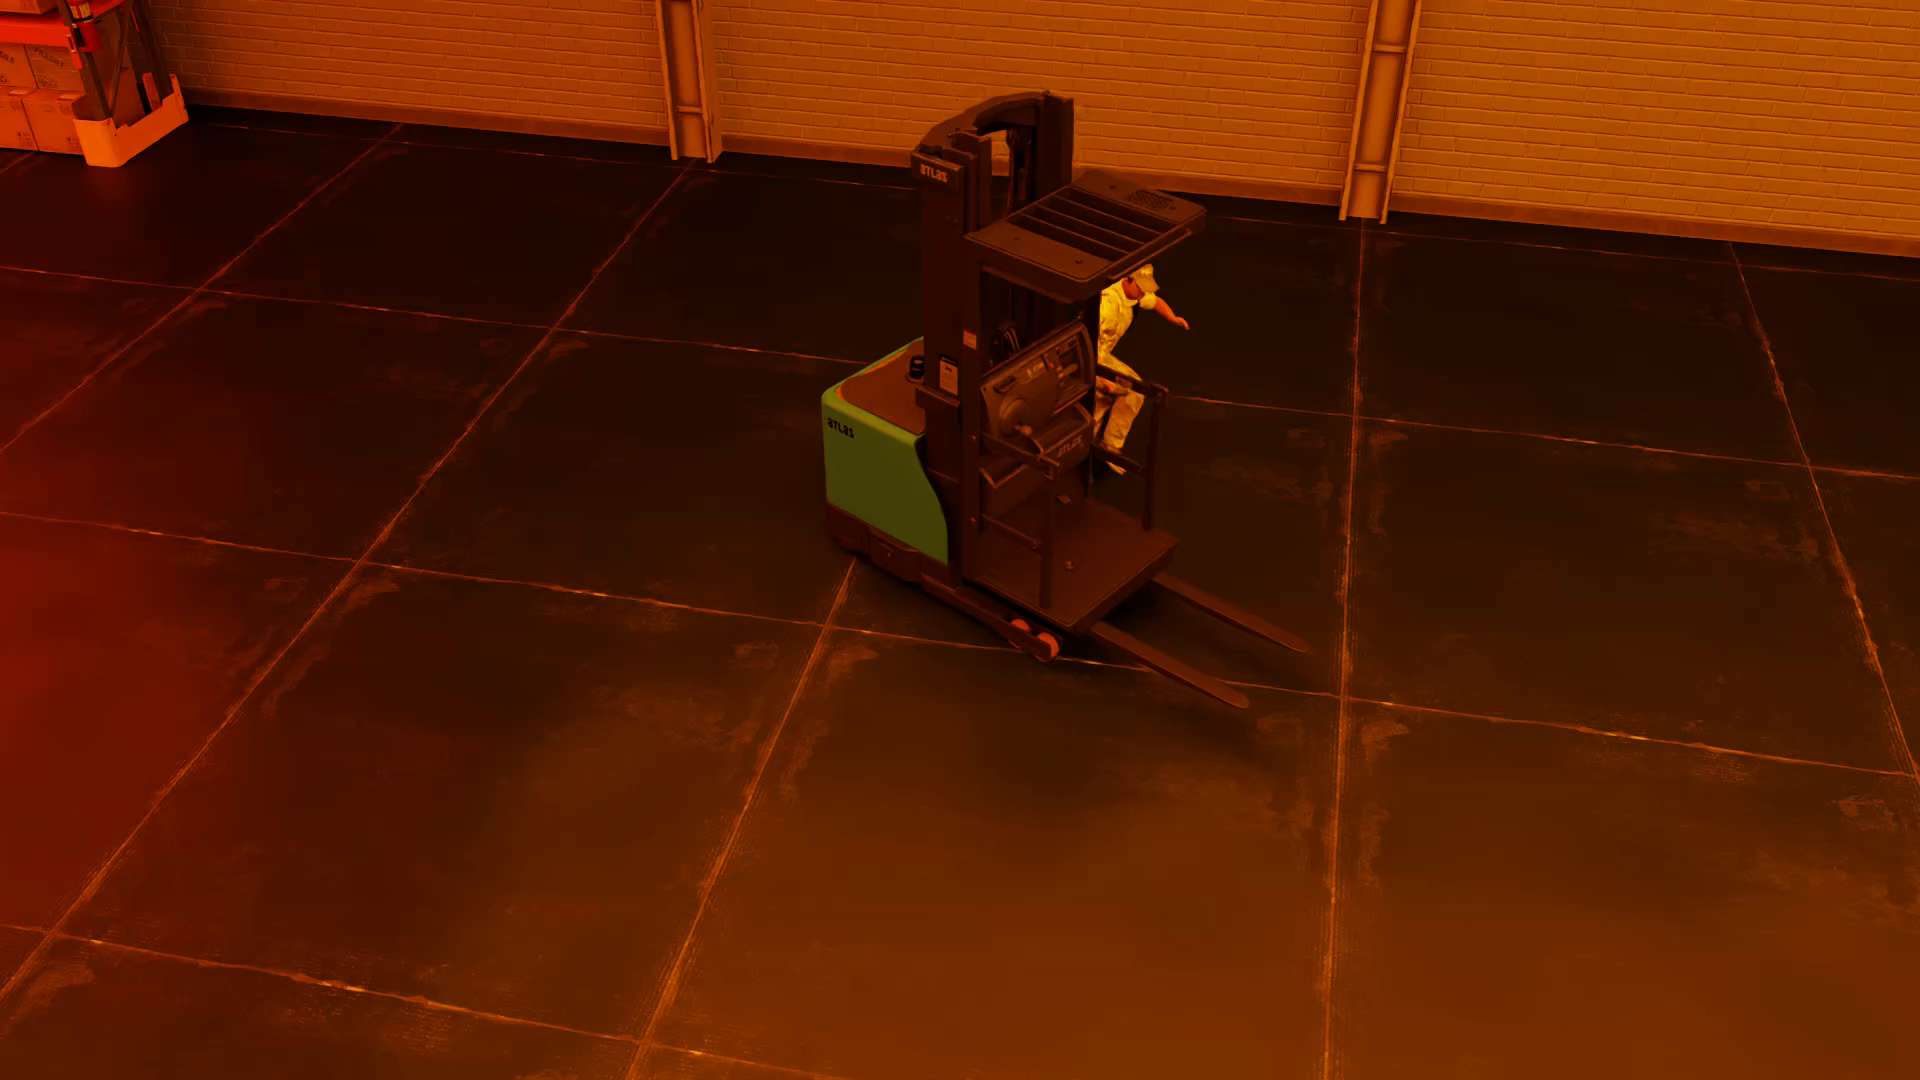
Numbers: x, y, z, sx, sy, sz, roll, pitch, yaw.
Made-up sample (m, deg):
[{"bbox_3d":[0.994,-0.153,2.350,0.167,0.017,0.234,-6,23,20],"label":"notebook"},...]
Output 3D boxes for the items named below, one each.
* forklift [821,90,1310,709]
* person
[{"bbox_3d":[0.600,-0.834,9.164,3.031,2.935,1.130,27,44,32],"label":"forklift"},{"bbox_3d":[1.020,-1.131,10.837,0.869,1.437,0.913,7,37,10],"label":"person"}]
